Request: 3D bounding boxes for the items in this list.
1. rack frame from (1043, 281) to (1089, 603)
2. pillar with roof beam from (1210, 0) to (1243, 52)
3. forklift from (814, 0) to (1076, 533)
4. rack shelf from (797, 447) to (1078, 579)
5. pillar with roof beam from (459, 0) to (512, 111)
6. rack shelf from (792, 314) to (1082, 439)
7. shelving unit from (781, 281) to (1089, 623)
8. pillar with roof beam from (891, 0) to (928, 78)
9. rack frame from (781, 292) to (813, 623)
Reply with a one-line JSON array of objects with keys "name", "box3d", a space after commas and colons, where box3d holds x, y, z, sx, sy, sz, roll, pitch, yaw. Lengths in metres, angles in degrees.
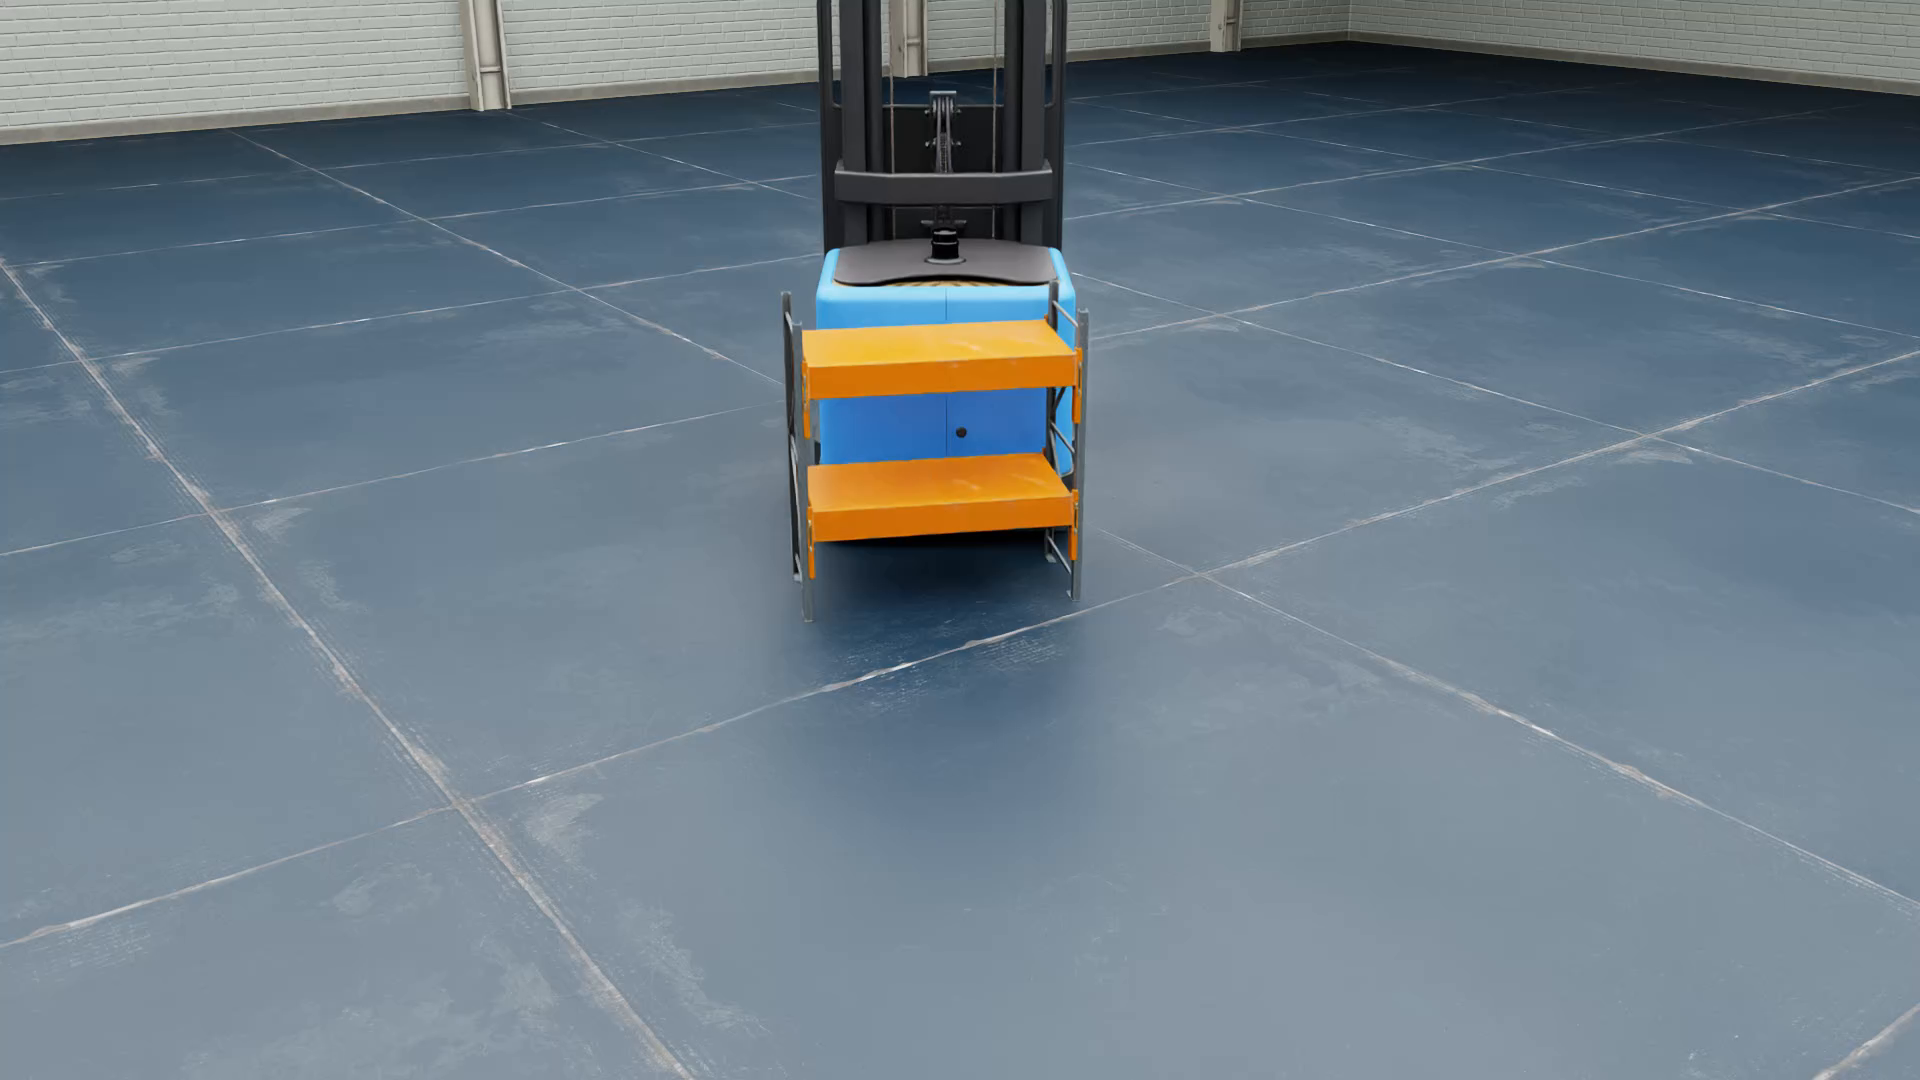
[{"name": "rack frame", "box3d": [0.398, -0.375, 6.318, 0.032, 1.125, 0.500, -4, 22, -10]}, {"name": "pillar with roof beam", "box3d": [6.691, -10.602, 21.324, 0.400, 9.000, 9.100, -15, 26, -33]}, {"name": "forklift", "box3d": [-0.083, -1.885, 7.665, 1.130, 2.935, 3.031, 0, 22, -1]}, {"name": "rack shelf", "box3d": [-0.102, -0.114, 6.324, 1.000, 0.278, 0.538, -4, 22, -10]}, {"name": "pillar with roof beam", "box3d": [-3.050, -8.005, 14.815, 0.400, 9.000, 9.100, -15, 26, -33]}, {"name": "rack shelf", "box3d": [-0.102, -0.613, 6.125, 1.000, 0.278, 0.538, -4, 22, -10]}, {"name": "shelving unit", "box3d": [-0.102, -0.341, 6.233, 1.048, 1.125, 0.538, -4, 22, -10]}, {"name": "pillar with roof beam", "box3d": [1.820, -9.304, 18.070, 0.400, 9.000, 9.100, -15, 26, -33]}, {"name": "rack frame", "box3d": [-0.602, -0.307, 6.148, 0.032, 1.125, 0.500, -4, 22, -10]}]
